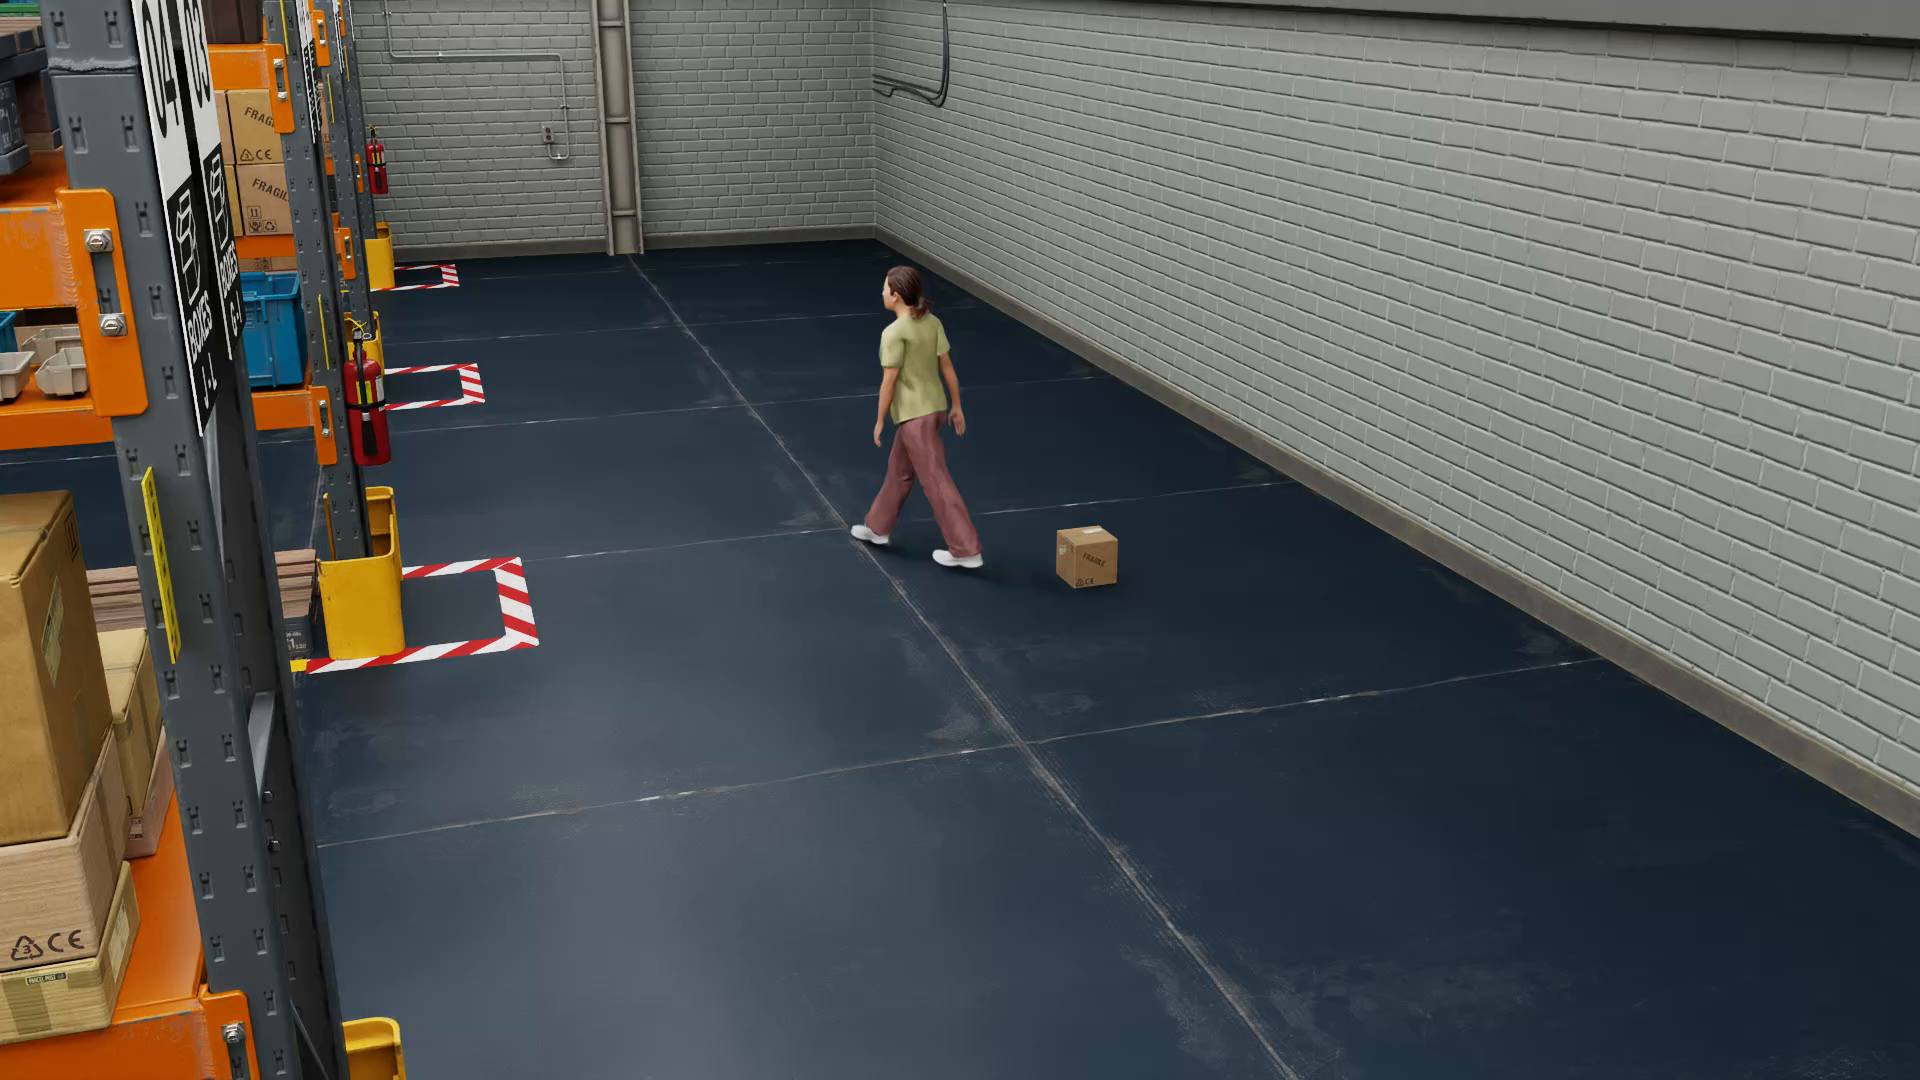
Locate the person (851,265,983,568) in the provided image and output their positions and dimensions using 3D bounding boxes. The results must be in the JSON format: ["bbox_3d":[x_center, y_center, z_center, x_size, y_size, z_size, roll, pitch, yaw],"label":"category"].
[{"bbox_3d":[-0.292,-0.674,8.974,0.950,1.610,0.470,11,22,28],"label":"person"}]
